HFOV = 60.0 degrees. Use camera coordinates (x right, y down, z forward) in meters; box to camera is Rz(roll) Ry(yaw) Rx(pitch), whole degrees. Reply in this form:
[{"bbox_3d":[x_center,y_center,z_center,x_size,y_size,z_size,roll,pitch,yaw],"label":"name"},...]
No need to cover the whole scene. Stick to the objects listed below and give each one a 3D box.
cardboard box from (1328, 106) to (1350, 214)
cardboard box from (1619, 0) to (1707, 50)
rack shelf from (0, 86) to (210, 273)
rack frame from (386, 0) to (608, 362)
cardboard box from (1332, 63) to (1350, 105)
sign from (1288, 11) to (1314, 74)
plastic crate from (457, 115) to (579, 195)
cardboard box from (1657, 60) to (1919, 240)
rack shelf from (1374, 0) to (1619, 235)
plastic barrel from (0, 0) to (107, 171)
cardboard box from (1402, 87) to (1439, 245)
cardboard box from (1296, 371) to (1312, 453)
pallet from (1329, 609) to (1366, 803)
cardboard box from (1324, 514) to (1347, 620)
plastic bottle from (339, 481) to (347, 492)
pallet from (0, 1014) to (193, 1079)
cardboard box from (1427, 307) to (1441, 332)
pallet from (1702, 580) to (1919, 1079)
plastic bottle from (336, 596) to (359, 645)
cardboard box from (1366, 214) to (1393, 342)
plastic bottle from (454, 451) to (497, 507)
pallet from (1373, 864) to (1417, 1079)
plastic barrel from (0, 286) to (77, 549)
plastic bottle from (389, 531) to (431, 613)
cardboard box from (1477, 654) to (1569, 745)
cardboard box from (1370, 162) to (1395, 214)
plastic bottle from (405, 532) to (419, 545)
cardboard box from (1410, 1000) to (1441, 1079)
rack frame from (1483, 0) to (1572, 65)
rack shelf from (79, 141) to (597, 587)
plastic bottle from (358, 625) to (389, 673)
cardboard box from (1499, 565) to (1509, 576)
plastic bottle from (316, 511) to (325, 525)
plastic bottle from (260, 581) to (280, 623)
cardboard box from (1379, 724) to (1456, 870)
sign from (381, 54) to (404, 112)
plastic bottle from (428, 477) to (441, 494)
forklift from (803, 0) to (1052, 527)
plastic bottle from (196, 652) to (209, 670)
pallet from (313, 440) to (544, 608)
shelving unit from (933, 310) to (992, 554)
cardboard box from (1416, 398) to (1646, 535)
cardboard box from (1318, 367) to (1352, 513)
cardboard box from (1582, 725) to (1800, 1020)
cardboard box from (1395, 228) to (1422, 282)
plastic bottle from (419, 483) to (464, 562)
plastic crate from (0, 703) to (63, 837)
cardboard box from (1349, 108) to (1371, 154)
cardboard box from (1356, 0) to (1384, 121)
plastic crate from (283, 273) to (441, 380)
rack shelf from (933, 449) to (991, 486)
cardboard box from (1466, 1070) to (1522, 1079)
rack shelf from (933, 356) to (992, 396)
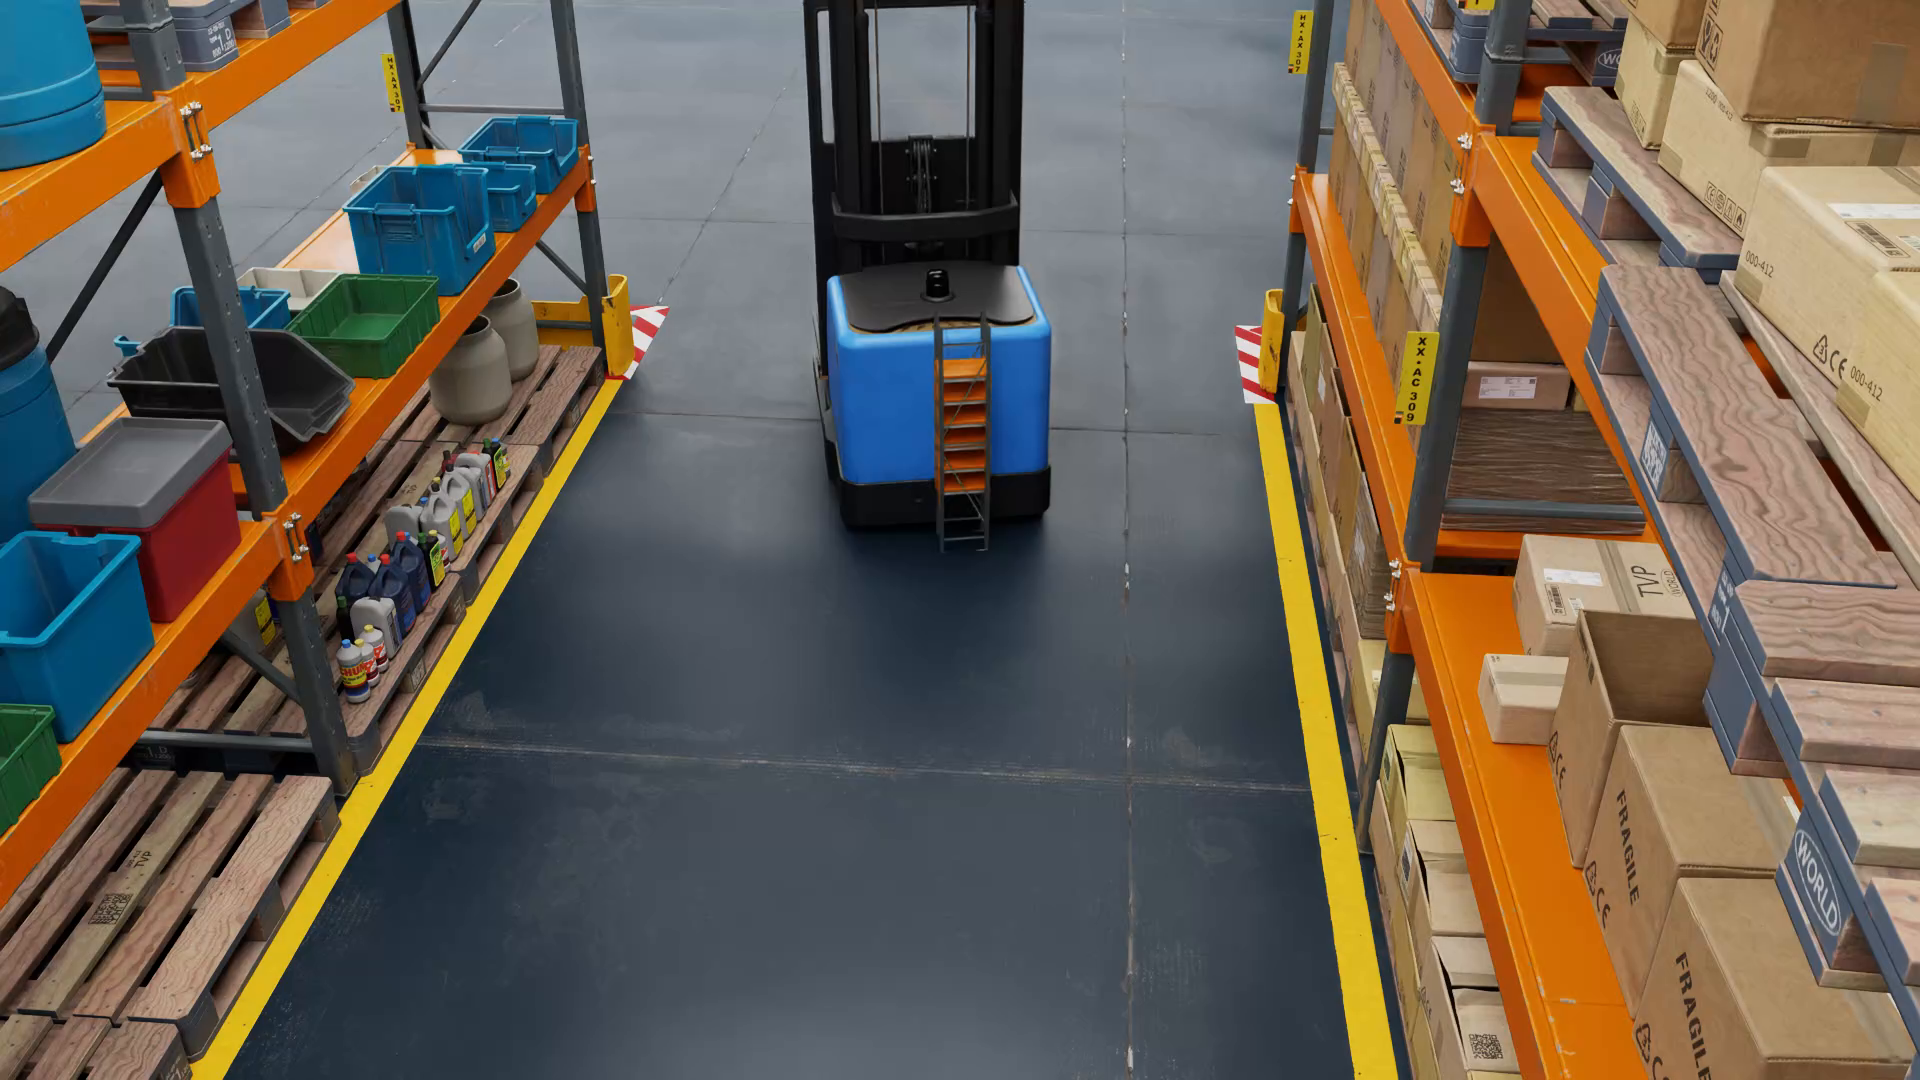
[{"bbox_3d":[2.290,-1.982,8.511,0.700,0.500,0.500,2,32,4],"label":"cardboard box"},{"bbox_3d":[1.926,-1.481,3.964,0.500,0.500,0.500,3,32,5],"label":"cardboard box"},{"bbox_3d":[-3.084,-0.230,3.590,1.077,0.370,4.000,2,32,4],"label":"rack shelf"},{"bbox_3d":[-2.595,-2.396,9.279,1.000,3.000,0.127,2,32,4],"label":"rack frame"},{"bbox_3d":[2.095,-2.306,8.418,0.380,0.149,0.250,2,32,4],"label":"cardboard box"},{"bbox_3d":[1.788,-2.612,8.728,0.100,0.325,0.005,2,32,4],"label":"sign"},{"bbox_3d":[-2.338,-2.059,8.873,0.499,0.251,0.616,2,32,4],"label":"plastic crate"},{"bbox_3d":[1.914,-0.874,3.693,0.500,0.250,0.500,0,32,-1],"label":"cardboard box"},{"bbox_3d":[2.178,-2.108,6.638,1.077,0.370,4.000,2,32,4],"label":"rack shelf"},{"bbox_3d":[-2.746,-1.520,4.520,0.600,0.901,0.708,2,32,4],"label":"plastic barrel"},{"bbox_3d":[2.127,-1.444,6.403,0.700,0.500,0.500,2,32,4],"label":"cardboard box"},{"bbox_3d":[2.039,-0.658,8.680,0.500,0.250,0.500,2,32,4],"label":"cardboard box"},{"bbox_3d":[2.122,0.682,6.942,1.003,0.211,1.213,2,32,4],"label":"pallet"},{"bbox_3d":[1.912,0.126,7.408,0.500,0.250,0.500,2,32,4],"label":"cardboard box"},{"bbox_3d":[-3.090,-0.375,8.169,0.061,0.283,0.133,3,32,5],"label":"plastic bottle"},{"bbox_3d":[-3.043,1.934,4.910,1.003,0.211,1.213,2,32,4],"label":"pallet"},{"bbox_3d":[1.846,-0.690,5.798,0.380,0.149,0.250,2,32,3],"label":"cardboard box"},{"bbox_3d":[1.656,0.445,1.989,1.213,0.211,1.003,4,32,6],"label":"pallet"},{"bbox_3d":[-2.565,0.342,7.006,0.061,0.283,0.133,2,32,4],"label":"plastic bottle"},{"bbox_3d":[2.167,-1.172,7.198,0.700,0.500,0.500,3,32,5],"label":"cardboard box"},{"bbox_3d":[-2.356,-0.314,8.078,0.152,0.276,0.135,3,32,4],"label":"plastic bottle"},{"bbox_3d":[1.994,1.483,5.643,1.003,0.211,1.213,2,32,4],"label":"pallet"},{"bbox_3d":[-3.255,-0.329,5.447,0.600,0.901,0.708,2,32,4],"label":"plastic barrel"},{"bbox_3d":[-2.426,0.133,7.281,0.144,0.351,0.185,1,32,2],"label":"plastic bottle"},{"bbox_3d":[1.740,0.470,4.867,0.380,0.149,0.250,2,32,4],"label":"cardboard box"},{"bbox_3d":[1.969,-1.502,7.114,0.380,0.149,0.250,3,32,4],"label":"cardboard box"},{"bbox_3d":[-2.452,0.088,7.429,0.097,0.271,0.097,0,32,0],"label":"plastic bottle"},{"bbox_3d":[1.653,1.639,4.952,0.500,0.250,0.500,2,32,2],"label":"cardboard box"},{"bbox_3d":[2.015,-2.645,3.965,1.000,3.000,0.127,2,32,4],"label":"rack frame"},{"bbox_3d":[-2.758,-1.044,7.771,1.077,0.370,4.000,2,32,4],"label":"rack shelf"},{"bbox_3d":[-2.442,0.445,6.917,0.097,0.201,0.097,0,32,0],"label":"plastic bottle"},{"bbox_3d":[2.398,0.090,6.750,0.500,0.500,0.500,2,32,4],"label":"cardboard box"},{"bbox_3d":[-3.098,-0.174,7.922,0.097,0.201,0.097,0,32,0],"label":"plastic bottle"},{"bbox_3d":[-2.991,0.211,7.225,0.152,0.276,0.135,2,32,4],"label":"plastic bottle"},{"bbox_3d":[1.734,0.867,5.670,0.500,0.311,0.500,3,32,4],"label":"cardboard box"},{"bbox_3d":[-3.143,-2.540,9.249,0.100,0.325,0.005,2,32,4],"label":"sign"},{"bbox_3d":[-2.493,-0.206,7.973,0.097,0.201,0.097,0,32,0],"label":"plastic bottle"},{"bbox_3d":[-0.261,-2.070,8.815,1.130,2.935,3.031,-4,32,-7],"label":"forklift"},{"bbox_3d":[-3.211,0.399,6.914,0.061,0.283,0.133,4,32,6],"label":"plastic bottle"},{"bbox_3d":[-2.728,-0.107,8.222,1.003,0.211,1.213,2,32,4],"label":"pallet"},{"bbox_3d":[0.010,-0.498,7.914,0.258,1.200,0.189,-4,32,-6],"label":"shelving unit"},{"bbox_3d":[2.045,-0.366,5.890,0.700,0.500,0.500,2,32,3],"label":"cardboard box"},{"bbox_3d":[1.951,-0.455,7.635,0.500,0.500,0.500,2,32,4],"label":"cardboard box"},{"bbox_3d":[1.853,0.805,3.990,0.500,0.500,0.500,3,32,4],"label":"cardboard box"},{"bbox_3d":[1.909,-1.093,6.451,0.380,0.149,0.250,2,32,4],"label":"cardboard box"},{"bbox_3d":[-2.392,-0.090,7.642,0.144,0.351,0.185,2,32,4],"label":"plastic bottle"},{"bbox_3d":[-2.782,0.708,4.444,0.450,0.188,0.662,2,32,4],"label":"plastic crate"},{"bbox_3d":[2.031,-1.905,7.769,0.380,0.149,0.250,2,32,3],"label":"cardboard box"},{"bbox_3d":[2.249,-2.231,7.680,0.700,0.500,0.500,2,32,3],"label":"cardboard box"},{"bbox_3d":[-2.529,-0.912,7.073,0.450,0.188,0.662,2,32,4],"label":"plastic crate"},{"bbox_3d":[0.010,-0.358,8.000,0.258,0.103,0.180,-4,32,-6],"label":"rack shelf"},{"bbox_3d":[1.610,1.671,4.365,0.500,0.311,0.500,3,32,5],"label":"cardboard box"},{"bbox_3d":[0.010,-0.766,7.749,0.258,0.103,0.180,-4,32,-6],"label":"rack shelf"}]
